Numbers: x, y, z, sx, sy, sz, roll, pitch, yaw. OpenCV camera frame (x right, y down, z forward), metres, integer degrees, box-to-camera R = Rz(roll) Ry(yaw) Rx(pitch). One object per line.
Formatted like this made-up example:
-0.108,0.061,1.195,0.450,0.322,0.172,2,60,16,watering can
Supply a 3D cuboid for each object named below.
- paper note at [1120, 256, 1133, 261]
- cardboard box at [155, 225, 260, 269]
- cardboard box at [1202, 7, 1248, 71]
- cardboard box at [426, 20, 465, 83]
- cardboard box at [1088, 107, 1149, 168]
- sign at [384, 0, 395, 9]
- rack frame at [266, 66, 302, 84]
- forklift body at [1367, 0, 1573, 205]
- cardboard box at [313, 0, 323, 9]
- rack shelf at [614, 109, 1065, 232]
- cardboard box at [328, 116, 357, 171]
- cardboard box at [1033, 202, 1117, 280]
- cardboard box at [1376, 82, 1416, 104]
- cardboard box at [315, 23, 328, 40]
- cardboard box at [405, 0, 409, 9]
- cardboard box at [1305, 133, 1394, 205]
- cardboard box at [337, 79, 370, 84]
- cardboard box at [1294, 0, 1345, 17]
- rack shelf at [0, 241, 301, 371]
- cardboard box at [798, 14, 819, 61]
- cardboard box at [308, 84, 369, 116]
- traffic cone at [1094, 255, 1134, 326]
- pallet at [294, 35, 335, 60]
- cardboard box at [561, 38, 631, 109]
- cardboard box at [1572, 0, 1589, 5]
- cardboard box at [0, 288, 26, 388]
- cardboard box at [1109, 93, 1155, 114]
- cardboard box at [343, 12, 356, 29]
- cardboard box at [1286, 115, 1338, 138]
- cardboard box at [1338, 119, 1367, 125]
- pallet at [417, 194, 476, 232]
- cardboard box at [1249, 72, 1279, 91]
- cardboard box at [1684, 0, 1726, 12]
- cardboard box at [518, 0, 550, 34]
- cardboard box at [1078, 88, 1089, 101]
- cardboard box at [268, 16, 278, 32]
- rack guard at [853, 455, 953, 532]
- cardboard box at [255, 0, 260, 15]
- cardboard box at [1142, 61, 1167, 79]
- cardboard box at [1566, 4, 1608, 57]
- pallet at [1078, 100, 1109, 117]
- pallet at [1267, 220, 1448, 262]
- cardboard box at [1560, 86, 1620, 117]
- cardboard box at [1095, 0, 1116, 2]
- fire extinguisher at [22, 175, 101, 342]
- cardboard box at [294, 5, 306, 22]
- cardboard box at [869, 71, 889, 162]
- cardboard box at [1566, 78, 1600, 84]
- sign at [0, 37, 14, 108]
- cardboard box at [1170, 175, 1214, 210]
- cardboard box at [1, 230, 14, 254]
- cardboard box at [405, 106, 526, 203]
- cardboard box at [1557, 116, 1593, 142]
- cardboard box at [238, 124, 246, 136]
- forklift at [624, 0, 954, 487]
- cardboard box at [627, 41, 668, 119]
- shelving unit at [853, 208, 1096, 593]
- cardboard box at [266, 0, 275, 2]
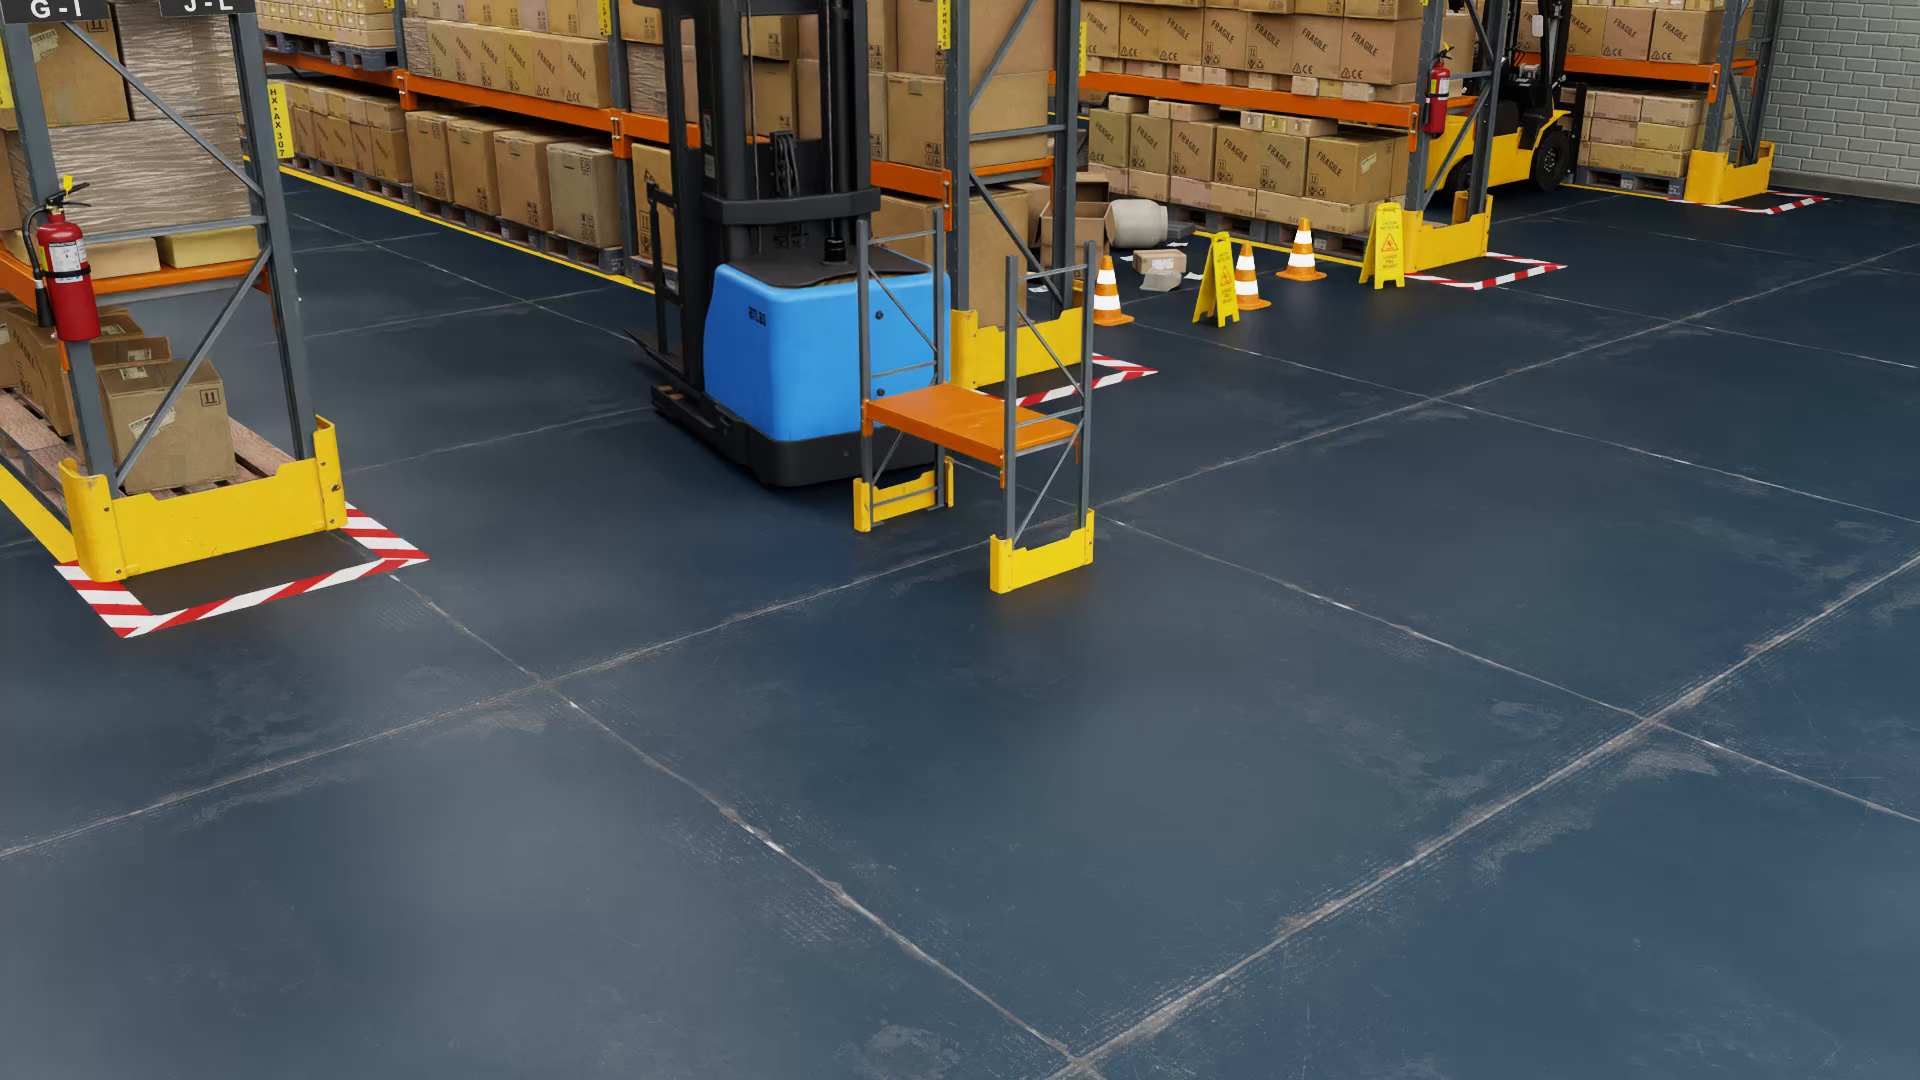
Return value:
1.448,-2.389,14.057,0.148,0.019,0.142,-8,23,-19,paper note
-3.500,-1.378,7.735,0.380,0.149,0.250,-17,27,-37,cardboard box
2.487,-4.412,14.589,0.500,0.500,0.500,-17,27,-37,cardboard box
-4.470,-4.442,15.074,0.500,0.500,0.500,-18,28,-38,cardboard box
1.583,-3.861,15.896,0.500,0.500,0.500,-16,26,-35,cardboard box
-5.298,-5.094,15.397,0.100,0.325,0.005,-17,27,-37,sign
-7.504,-5.828,18.751,1.000,3.000,0.127,-17,27,-37,rack frame
5.151,-4.596,16.770,2.313,2.155,1.214,-17,27,-37,forklift body
-6.223,-5.388,16.581,0.380,0.149,0.250,-17,27,-37,cardboard box
-0.976,-2.730,11.829,1.077,0.370,4.000,-17,27,-37,rack shelf
-6.214,-4.161,17.346,0.500,0.500,0.500,-19,28,-40,cardboard box
0.949,-2.439,13.522,0.637,0.503,0.797,3,22,9,cardboard box
3.607,-3.655,13.546,0.380,0.149,0.250,-16,27,-36,cardboard box
-6.229,-5.112,16.692,0.380,0.149,0.250,-19,28,-40,cardboard box
-5.382,-5.395,16.598,0.380,0.149,0.250,-18,27,-38,cardboard box
3.293,-3.143,14.061,0.500,0.500,0.500,-17,27,-37,cardboard box
-6.501,-4.918,18.251,0.500,0.250,0.500,-16,26,-35,cardboard box
3.190,-4.600,13.701,0.700,0.500,0.500,-17,27,-37,cardboard box
-4.800,-1.578,8.885,1.077,0.370,4.000,-17,27,-37,rack shelf
-0.575,-3.514,11.157,0.875,0.550,0.550,-17,27,-37,cardboard box
-6.542,-4.653,17.575,0.500,0.250,0.500,-16,27,-35,cardboard box
1.058,-1.816,11.987,0.336,0.463,0.334,-17,27,-37,traffic cone
-6.216,-5.171,17.336,1.003,0.211,1.213,-17,27,-37,pallet
-2.825,-3.745,13.296,0.500,0.500,0.500,-18,27,-38,cardboard box
6.477,-5.628,17.214,0.380,0.149,0.250,-17,27,-37,cardboard box
-5.495,-1.220,9.838,0.500,0.500,0.500,-9,23,-21,cardboard box
1.619,-4.115,15.653,0.380,0.149,0.250,-17,27,-37,cardboard box
-5.736,-5.042,16.104,0.380,0.149,0.250,-16,27,-35,cardboard box
3.002,-3.530,14.161,0.380,0.149,0.250,-16,27,-36,cardboard box
4.811,-5.238,19.925,0.875,0.625,0.625,-16,26,-35,cardboard box
-4.435,-3.189,15.836,1.003,0.211,1.213,-17,27,-37,pallet
2.719,-3.991,14.406,0.380,0.149,0.250,-18,28,-38,cardboard box
7.333,-5.279,16.324,0.380,0.149,0.250,-17,27,-37,cardboard box
-3.277,-4.547,13.973,0.700,0.500,0.500,-17,27,-37,cardboard box
1.792,-6.350,22.935,0.500,0.500,0.500,-18,28,-38,cardboard box
-7.086,-5.474,17.615,0.380,0.149,0.250,-17,27,-37,cardboard box
-0.275,-0.233,8.236,0.587,0.250,0.087,-17,27,-37,rack guard
-7.424,-5.756,17.927,0.380,0.149,0.250,-18,28,-38,cardboard box
1.901,-4.344,15.306,0.380,0.149,0.250,-16,27,-36,cardboard box
6.585,-5.309,17.288,0.500,0.500,0.500,-18,28,-38,cardboard box
2.091,-6.029,23.087,1.003,0.211,1.213,-17,27,-37,pallet
3.460,-2.675,14.523,1.003,0.211,1.213,-17,27,-37,pallet
6.560,-4.612,17.470,0.500,0.250,0.500,-17,27,-37,cardboard box
1.525,-5.302,15.491,0.700,0.500,0.500,-18,28,-38,cardboard box
-3.769,-1.183,6.996,0.296,0.674,0.183,-17,27,-37,fire extinguisher
-6.573,-5.395,17.007,0.380,0.149,0.250,-18,28,-38,cardboard box
-0.323,-2.821,10.868,0.875,0.550,0.550,-17,27,-37,cardboard box
6.624,-4.882,18.158,0.500,0.250,0.500,-18,28,-38,cardboard box
-3.928,-1.920,6.751,0.100,0.325,0.005,-17,27,-37,sign
2.288,-3.221,15.290,0.500,0.250,0.500,-18,28,-38,cardboard box
-4.353,-1.471,7.972,0.380,0.149,0.250,-17,27,-37,cardboard box
-4.563,-3.681,15.779,1.050,0.750,0.750,-18,28,-38,cardboard box
6.545,-4.389,17.585,0.500,0.250,0.500,-18,28,-39,cardboard box
-8.345,-4.873,19.645,0.380,0.149,0.250,-19,28,-39,cardboard box
-1.186,-2.129,9.401,1.130,2.935,3.031,-11,24,-27,forklift
-2.032,-3.589,12.828,0.875,0.550,0.550,-17,27,-37,cardboard box
0.050,-0.677,7.657,0.587,1.500,1.083,-17,27,-37,shelving unit
-7.082,-5.749,17.502,0.380,0.149,0.250,-18,28,-38,cardboard box
